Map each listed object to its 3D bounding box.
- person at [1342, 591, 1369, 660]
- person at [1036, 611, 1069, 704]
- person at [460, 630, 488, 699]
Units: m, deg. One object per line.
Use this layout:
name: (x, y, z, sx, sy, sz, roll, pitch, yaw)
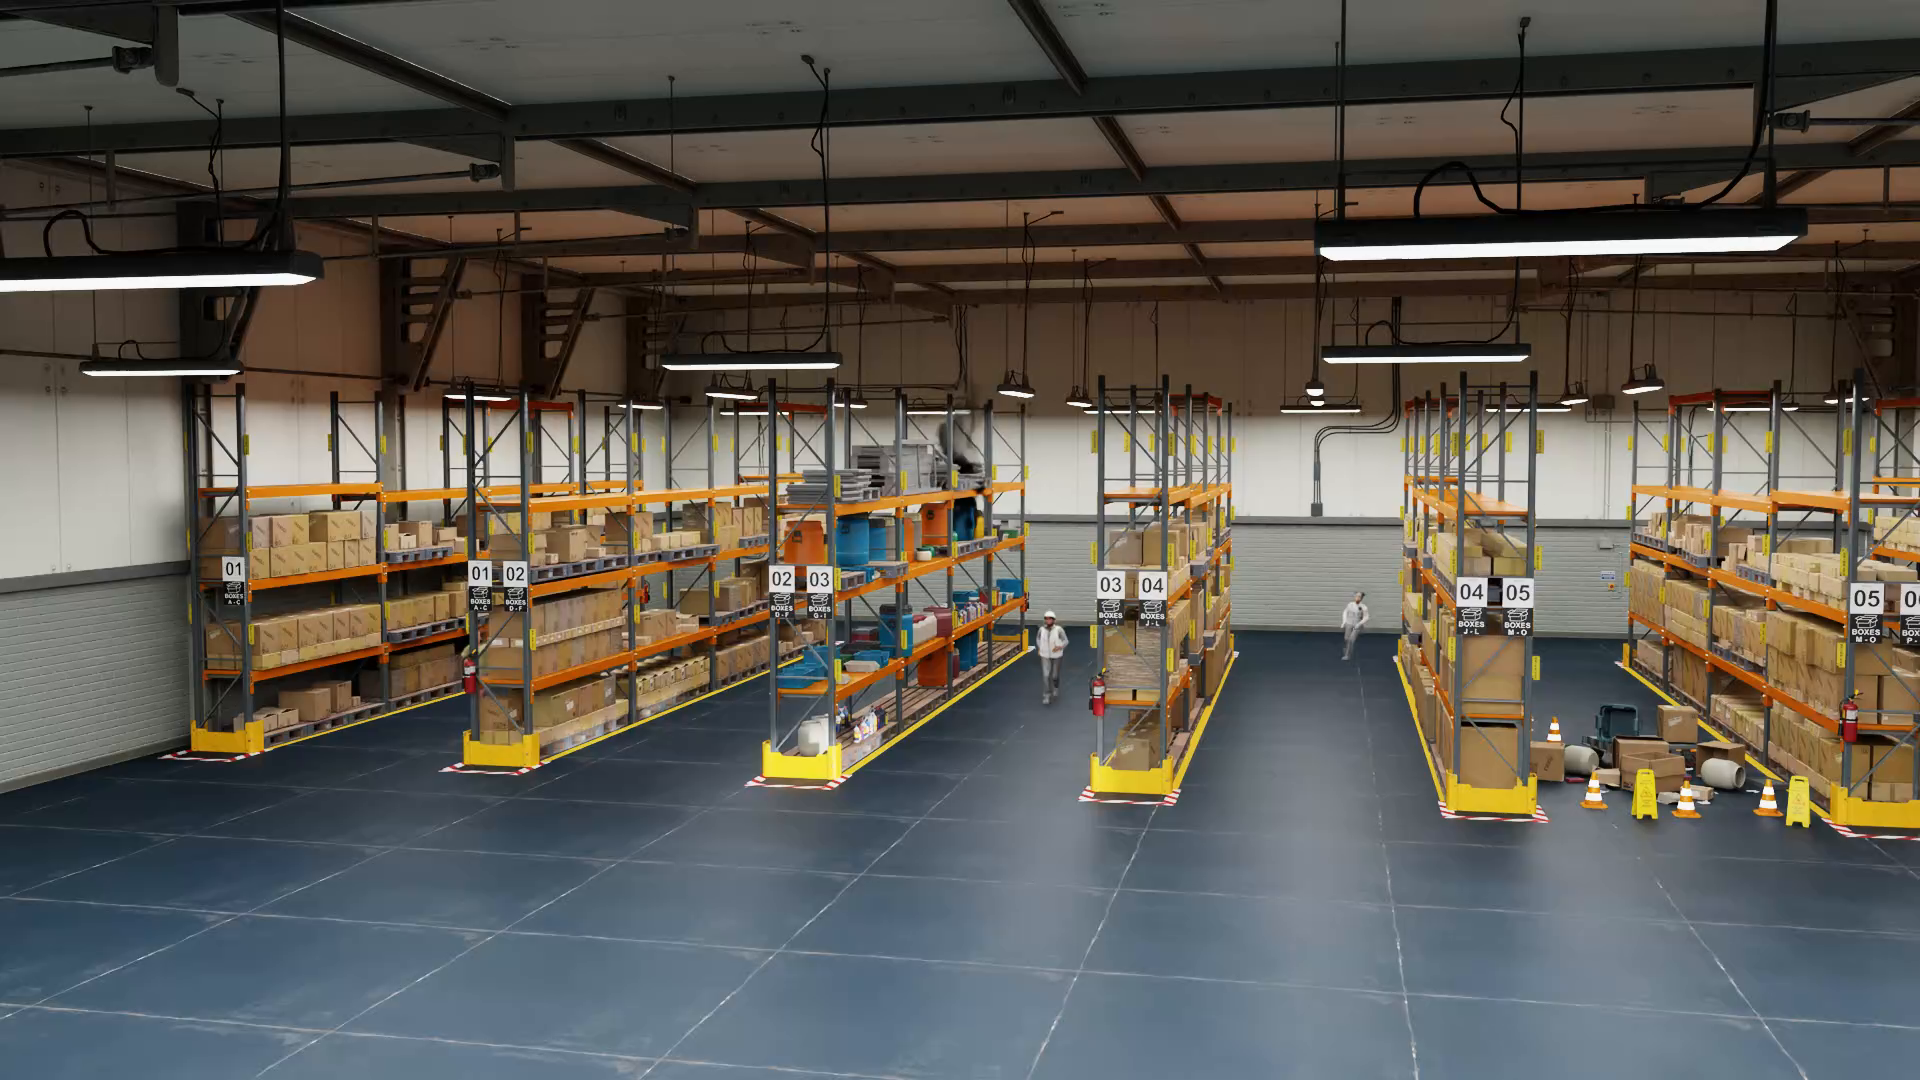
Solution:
person: (9.142, 1.987, 38.535, 0.638, 1.620, 0.509, 2, 4, 27)
person: (1.780, 2.251, 32.172, 0.655, 1.771, 0.892, 1, 3, 13)
person: (-8.637, 2.441, 29.756, 0.569, 1.662, 0.957, 0, 3, -5)
